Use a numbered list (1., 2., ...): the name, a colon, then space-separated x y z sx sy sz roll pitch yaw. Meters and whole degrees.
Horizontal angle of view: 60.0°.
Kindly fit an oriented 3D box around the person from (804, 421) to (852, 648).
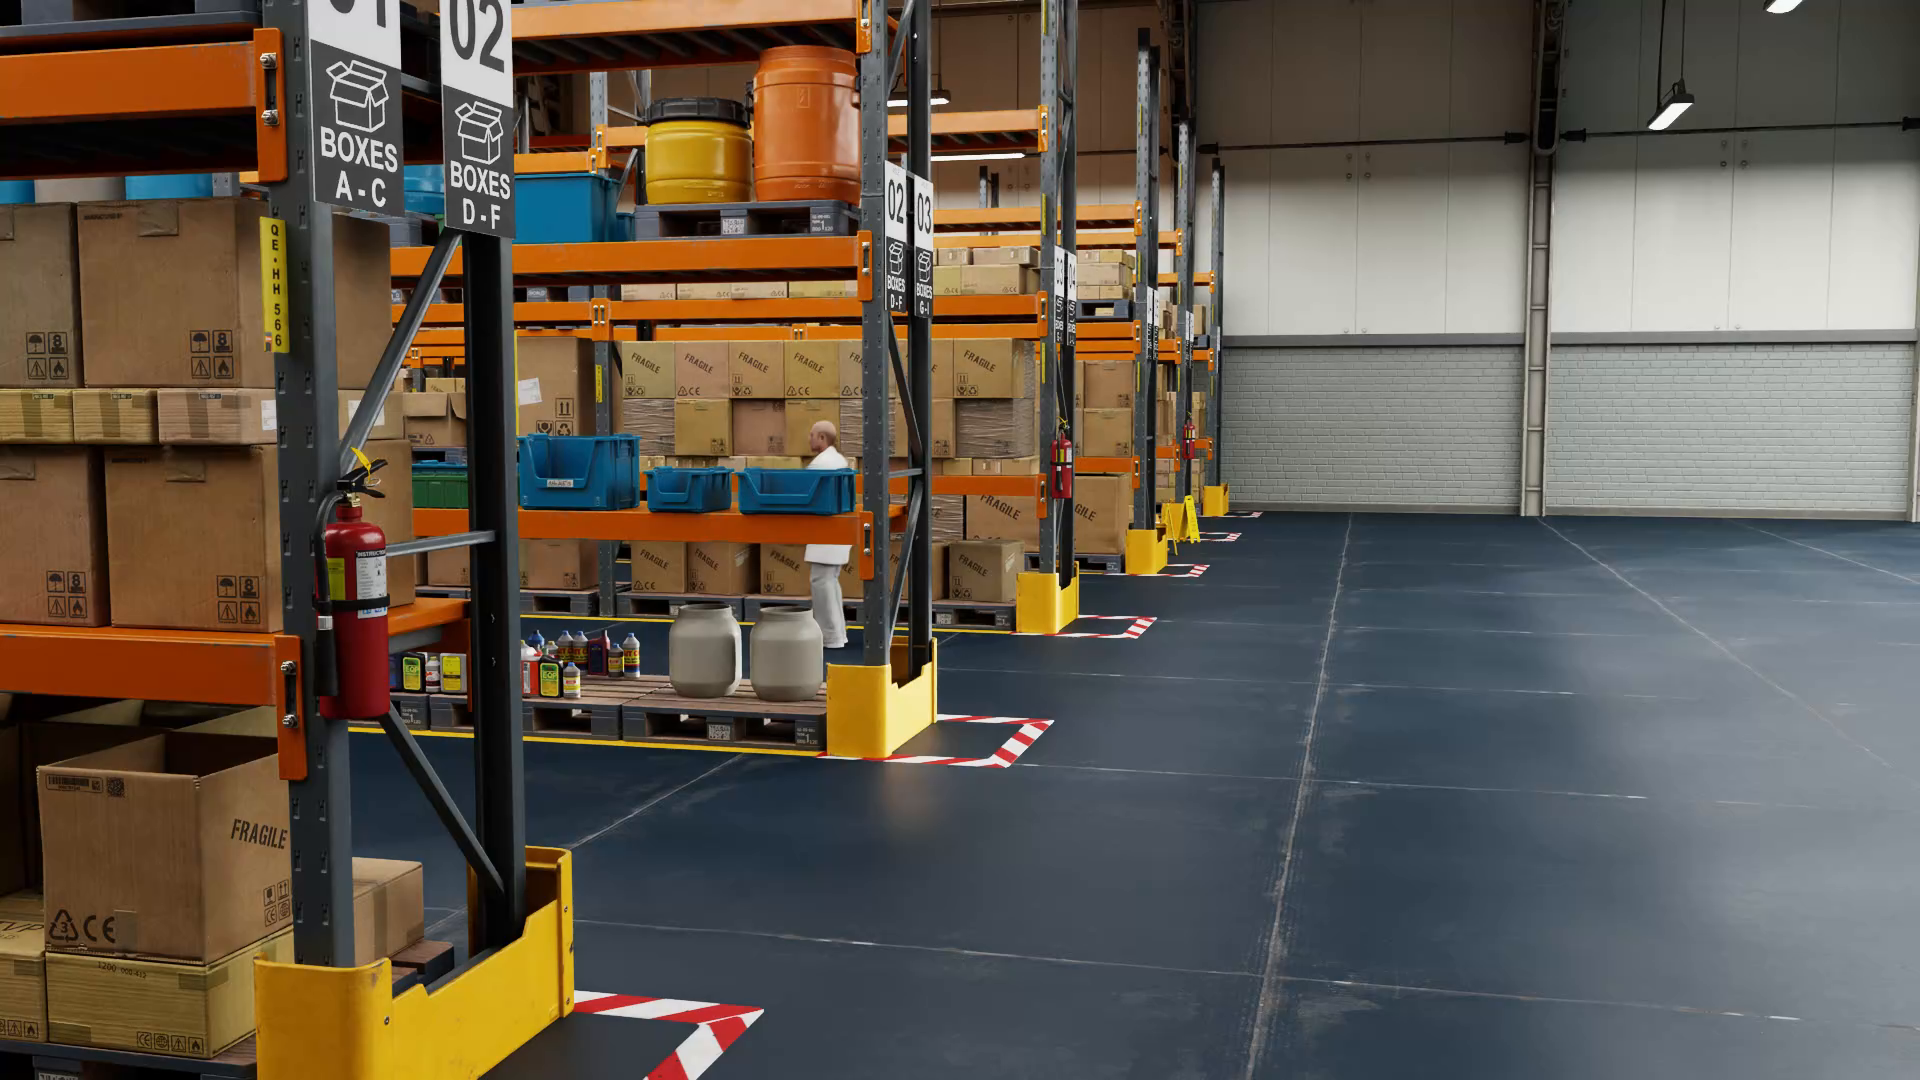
1. person: -1.128 -0.047 13.069 0.569 1.780 0.524 1 5 13
